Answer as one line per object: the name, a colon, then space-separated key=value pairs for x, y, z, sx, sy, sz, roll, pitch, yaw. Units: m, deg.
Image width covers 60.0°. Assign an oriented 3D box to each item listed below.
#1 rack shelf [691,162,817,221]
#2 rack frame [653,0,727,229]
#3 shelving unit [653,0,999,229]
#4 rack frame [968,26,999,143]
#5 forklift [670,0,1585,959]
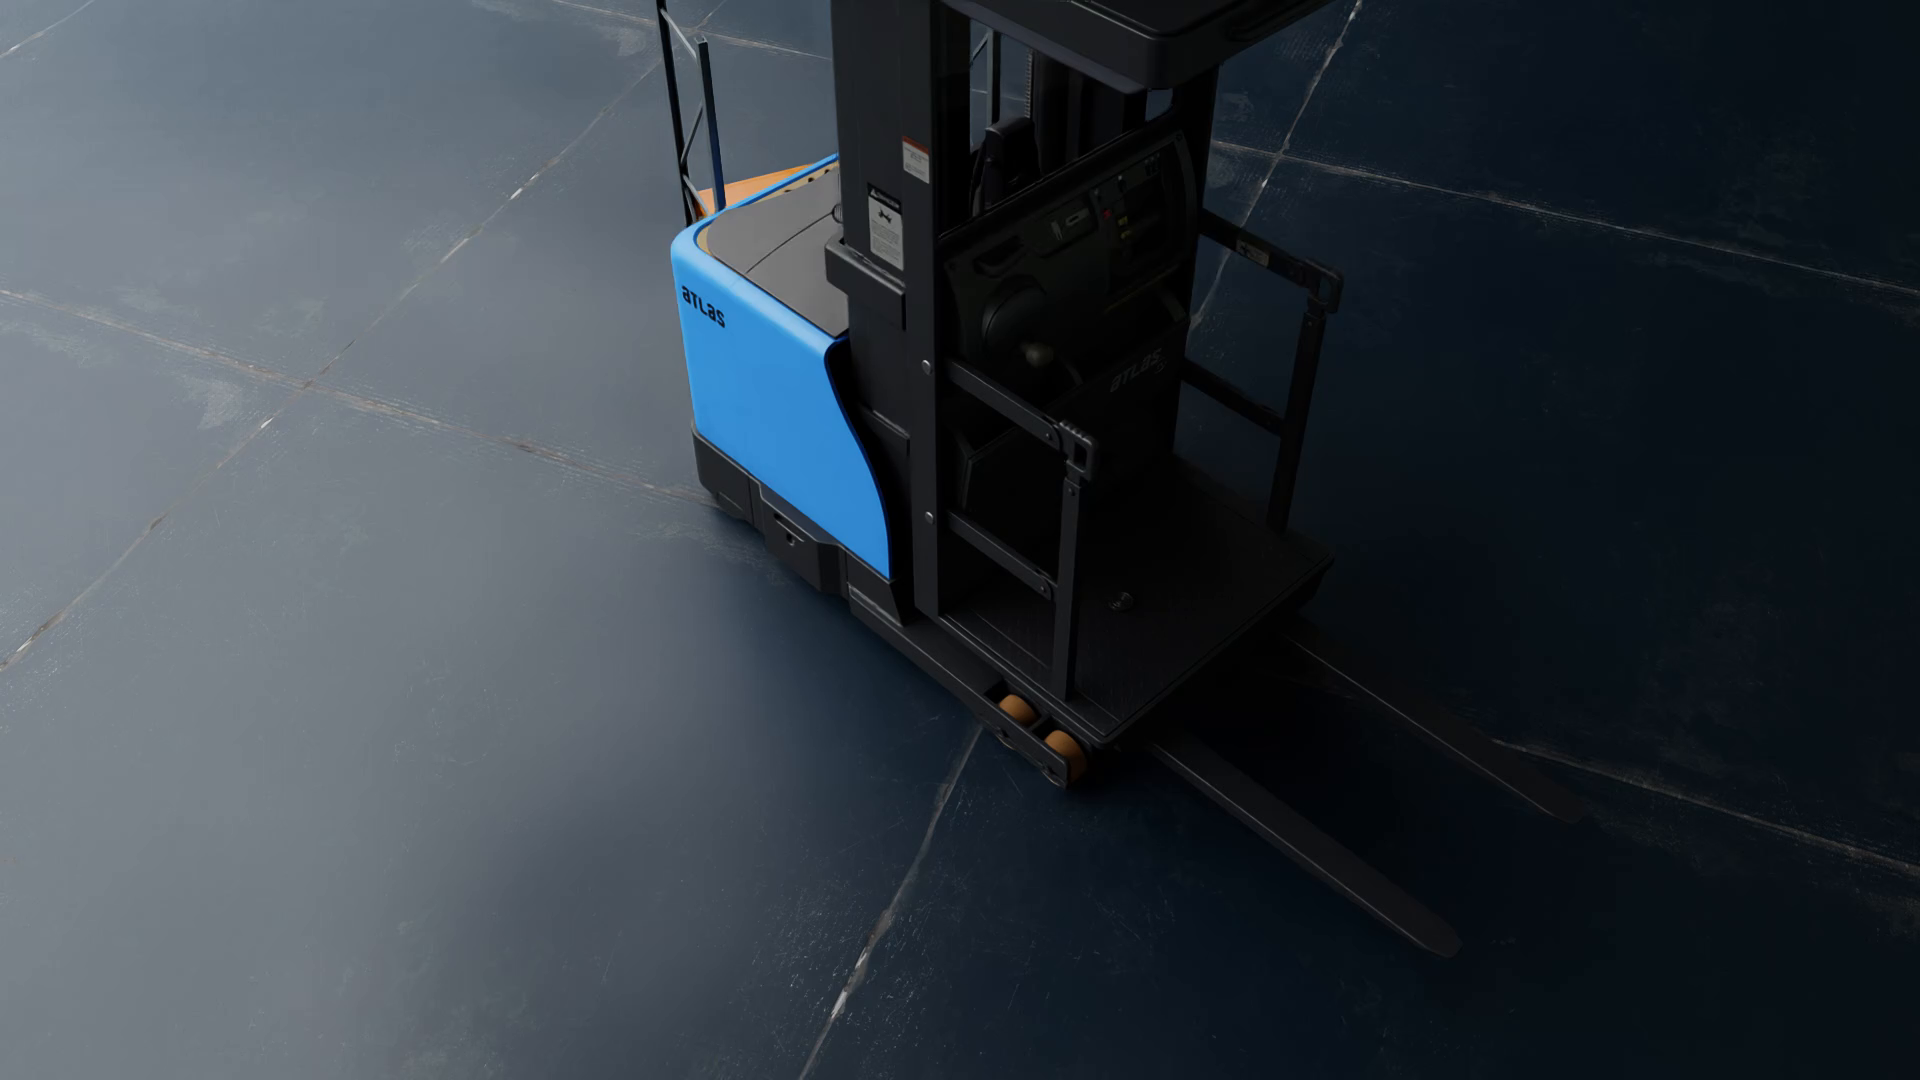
rack shelf: x=-0.446 y=-1.202 z=6.150 sx=1.000 sy=0.185 sz=0.538 roll=-18 pitch=48 yaw=-17
rack frame: x=-0.907 y=-1.178 z=5.871 sx=0.032 sy=1.500 sz=0.500 roll=-18 pitch=48 yaw=-17
shelving unit: x=-0.454 y=-1.327 z=6.020 sx=1.083 sy=1.500 sz=0.587 roll=-18 pitch=48 yaw=-17
rack frame: x=0.015 y=-1.481 z=6.175 sx=0.032 sy=1.500 sz=0.500 roll=-18 pitch=48 yaw=-17
forklift: x=0.463 y=-0.717 z=4.392 sx=1.130 sy=2.935 sz=3.031 roll=-34 pitch=54 yaw=-30
